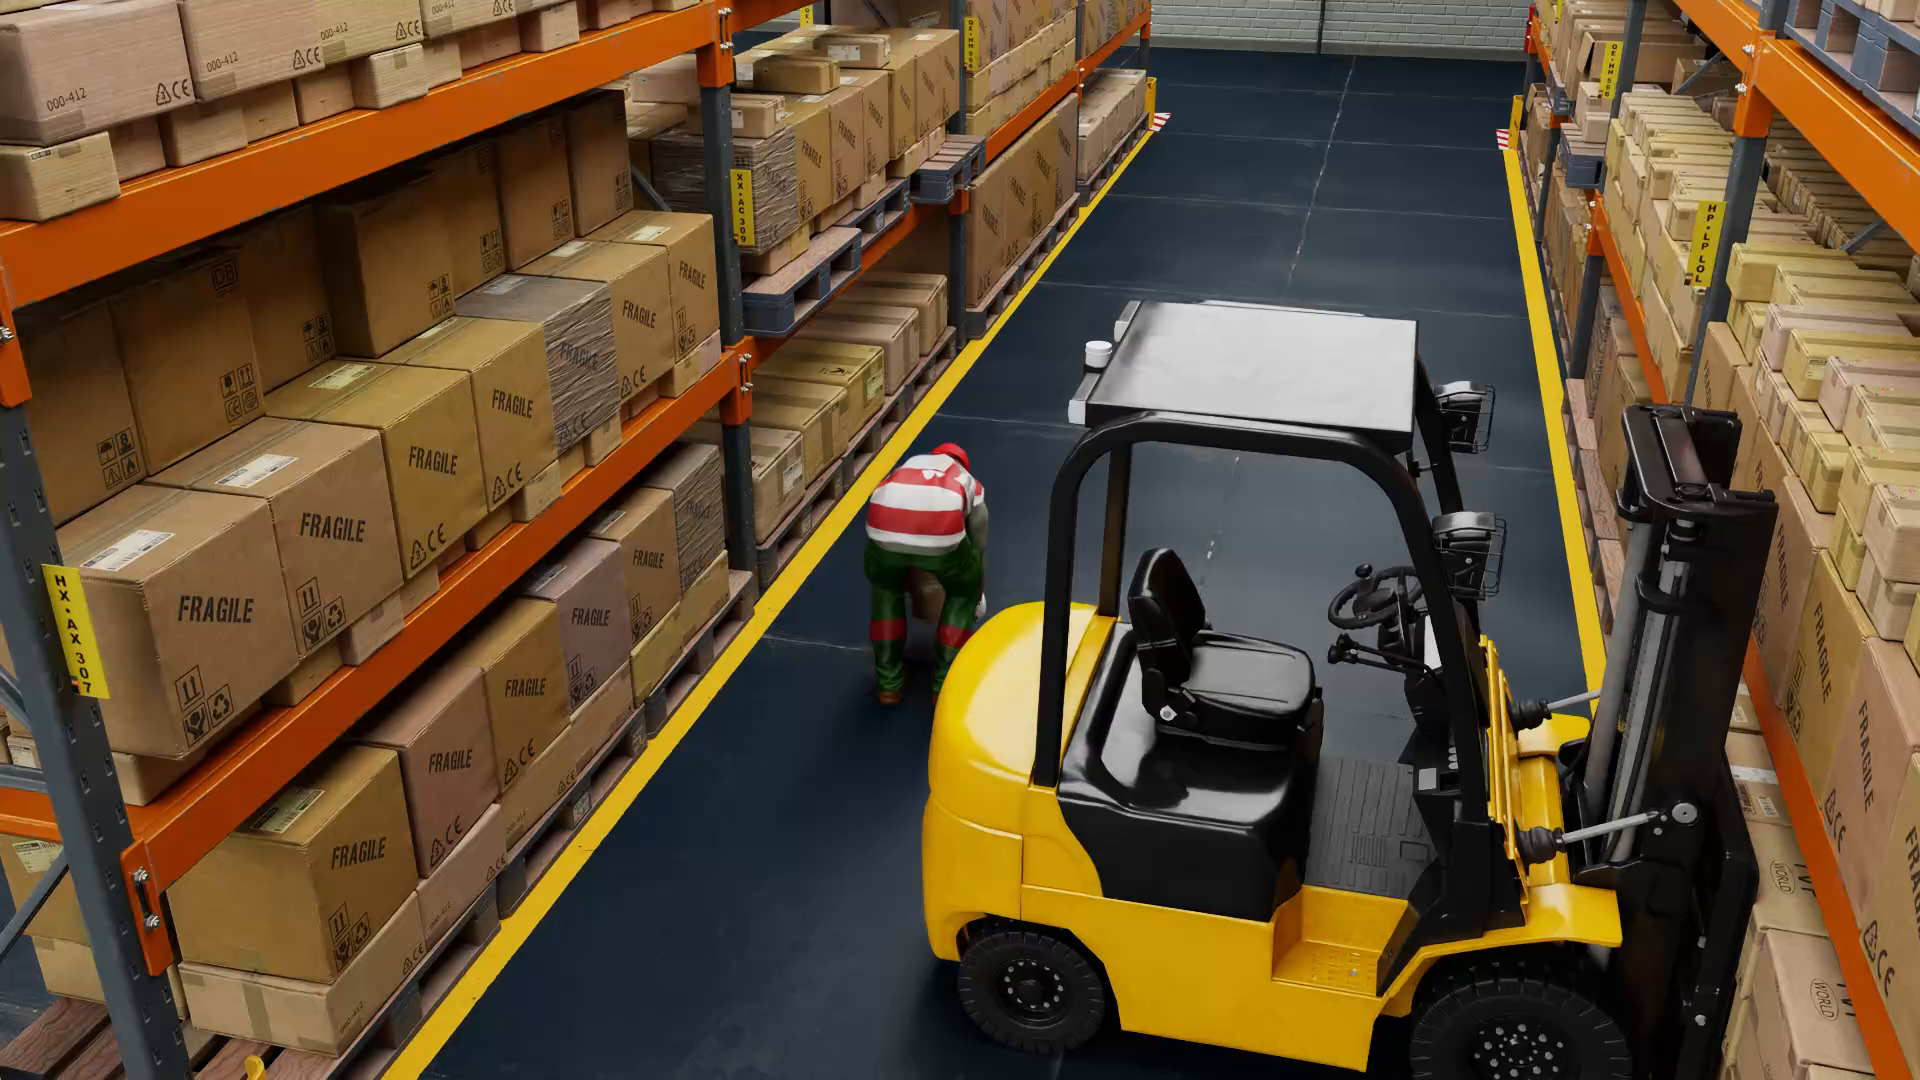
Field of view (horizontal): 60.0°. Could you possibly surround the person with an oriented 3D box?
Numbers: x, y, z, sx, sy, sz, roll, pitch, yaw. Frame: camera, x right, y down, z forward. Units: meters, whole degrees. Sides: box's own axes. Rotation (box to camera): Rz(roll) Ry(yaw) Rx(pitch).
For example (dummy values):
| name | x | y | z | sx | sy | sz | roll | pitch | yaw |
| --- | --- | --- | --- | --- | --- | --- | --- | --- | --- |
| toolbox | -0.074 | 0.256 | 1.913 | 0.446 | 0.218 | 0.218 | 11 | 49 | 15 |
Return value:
| name | x | y | z | sx | sy | sz | roll | pitch | yaw |
| --- | --- | --- | --- | --- | --- | --- | --- | --- | --- |
| person | -0.130 | 0.103 | 7.213 | 0.518 | 1.060 | 0.962 | 4 | 25 | 9 |
